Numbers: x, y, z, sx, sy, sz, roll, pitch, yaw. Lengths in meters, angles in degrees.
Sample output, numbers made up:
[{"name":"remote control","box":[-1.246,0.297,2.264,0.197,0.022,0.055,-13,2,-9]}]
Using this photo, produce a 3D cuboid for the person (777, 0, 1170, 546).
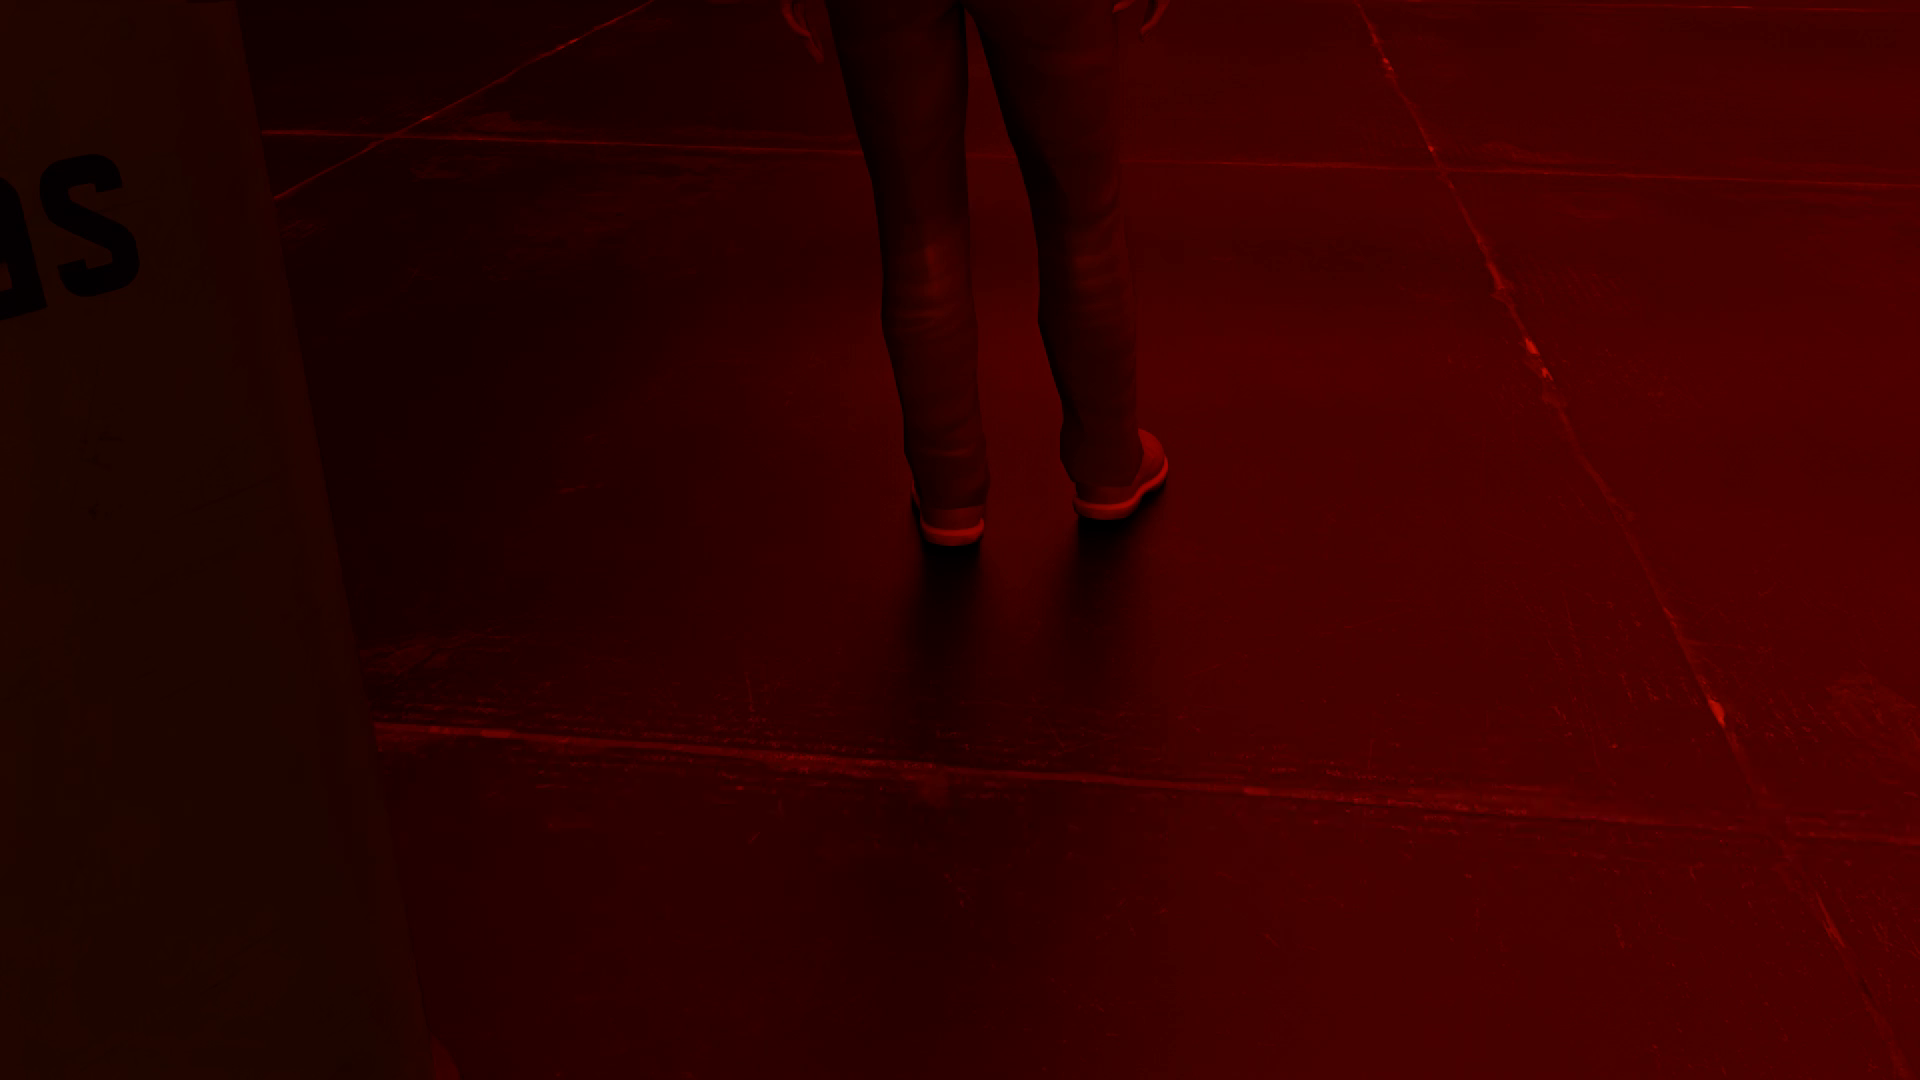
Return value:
[{"name":"person","box":[0.032,-0.785,2.203,0.569,1.655,0.504,3,27,7]}]
